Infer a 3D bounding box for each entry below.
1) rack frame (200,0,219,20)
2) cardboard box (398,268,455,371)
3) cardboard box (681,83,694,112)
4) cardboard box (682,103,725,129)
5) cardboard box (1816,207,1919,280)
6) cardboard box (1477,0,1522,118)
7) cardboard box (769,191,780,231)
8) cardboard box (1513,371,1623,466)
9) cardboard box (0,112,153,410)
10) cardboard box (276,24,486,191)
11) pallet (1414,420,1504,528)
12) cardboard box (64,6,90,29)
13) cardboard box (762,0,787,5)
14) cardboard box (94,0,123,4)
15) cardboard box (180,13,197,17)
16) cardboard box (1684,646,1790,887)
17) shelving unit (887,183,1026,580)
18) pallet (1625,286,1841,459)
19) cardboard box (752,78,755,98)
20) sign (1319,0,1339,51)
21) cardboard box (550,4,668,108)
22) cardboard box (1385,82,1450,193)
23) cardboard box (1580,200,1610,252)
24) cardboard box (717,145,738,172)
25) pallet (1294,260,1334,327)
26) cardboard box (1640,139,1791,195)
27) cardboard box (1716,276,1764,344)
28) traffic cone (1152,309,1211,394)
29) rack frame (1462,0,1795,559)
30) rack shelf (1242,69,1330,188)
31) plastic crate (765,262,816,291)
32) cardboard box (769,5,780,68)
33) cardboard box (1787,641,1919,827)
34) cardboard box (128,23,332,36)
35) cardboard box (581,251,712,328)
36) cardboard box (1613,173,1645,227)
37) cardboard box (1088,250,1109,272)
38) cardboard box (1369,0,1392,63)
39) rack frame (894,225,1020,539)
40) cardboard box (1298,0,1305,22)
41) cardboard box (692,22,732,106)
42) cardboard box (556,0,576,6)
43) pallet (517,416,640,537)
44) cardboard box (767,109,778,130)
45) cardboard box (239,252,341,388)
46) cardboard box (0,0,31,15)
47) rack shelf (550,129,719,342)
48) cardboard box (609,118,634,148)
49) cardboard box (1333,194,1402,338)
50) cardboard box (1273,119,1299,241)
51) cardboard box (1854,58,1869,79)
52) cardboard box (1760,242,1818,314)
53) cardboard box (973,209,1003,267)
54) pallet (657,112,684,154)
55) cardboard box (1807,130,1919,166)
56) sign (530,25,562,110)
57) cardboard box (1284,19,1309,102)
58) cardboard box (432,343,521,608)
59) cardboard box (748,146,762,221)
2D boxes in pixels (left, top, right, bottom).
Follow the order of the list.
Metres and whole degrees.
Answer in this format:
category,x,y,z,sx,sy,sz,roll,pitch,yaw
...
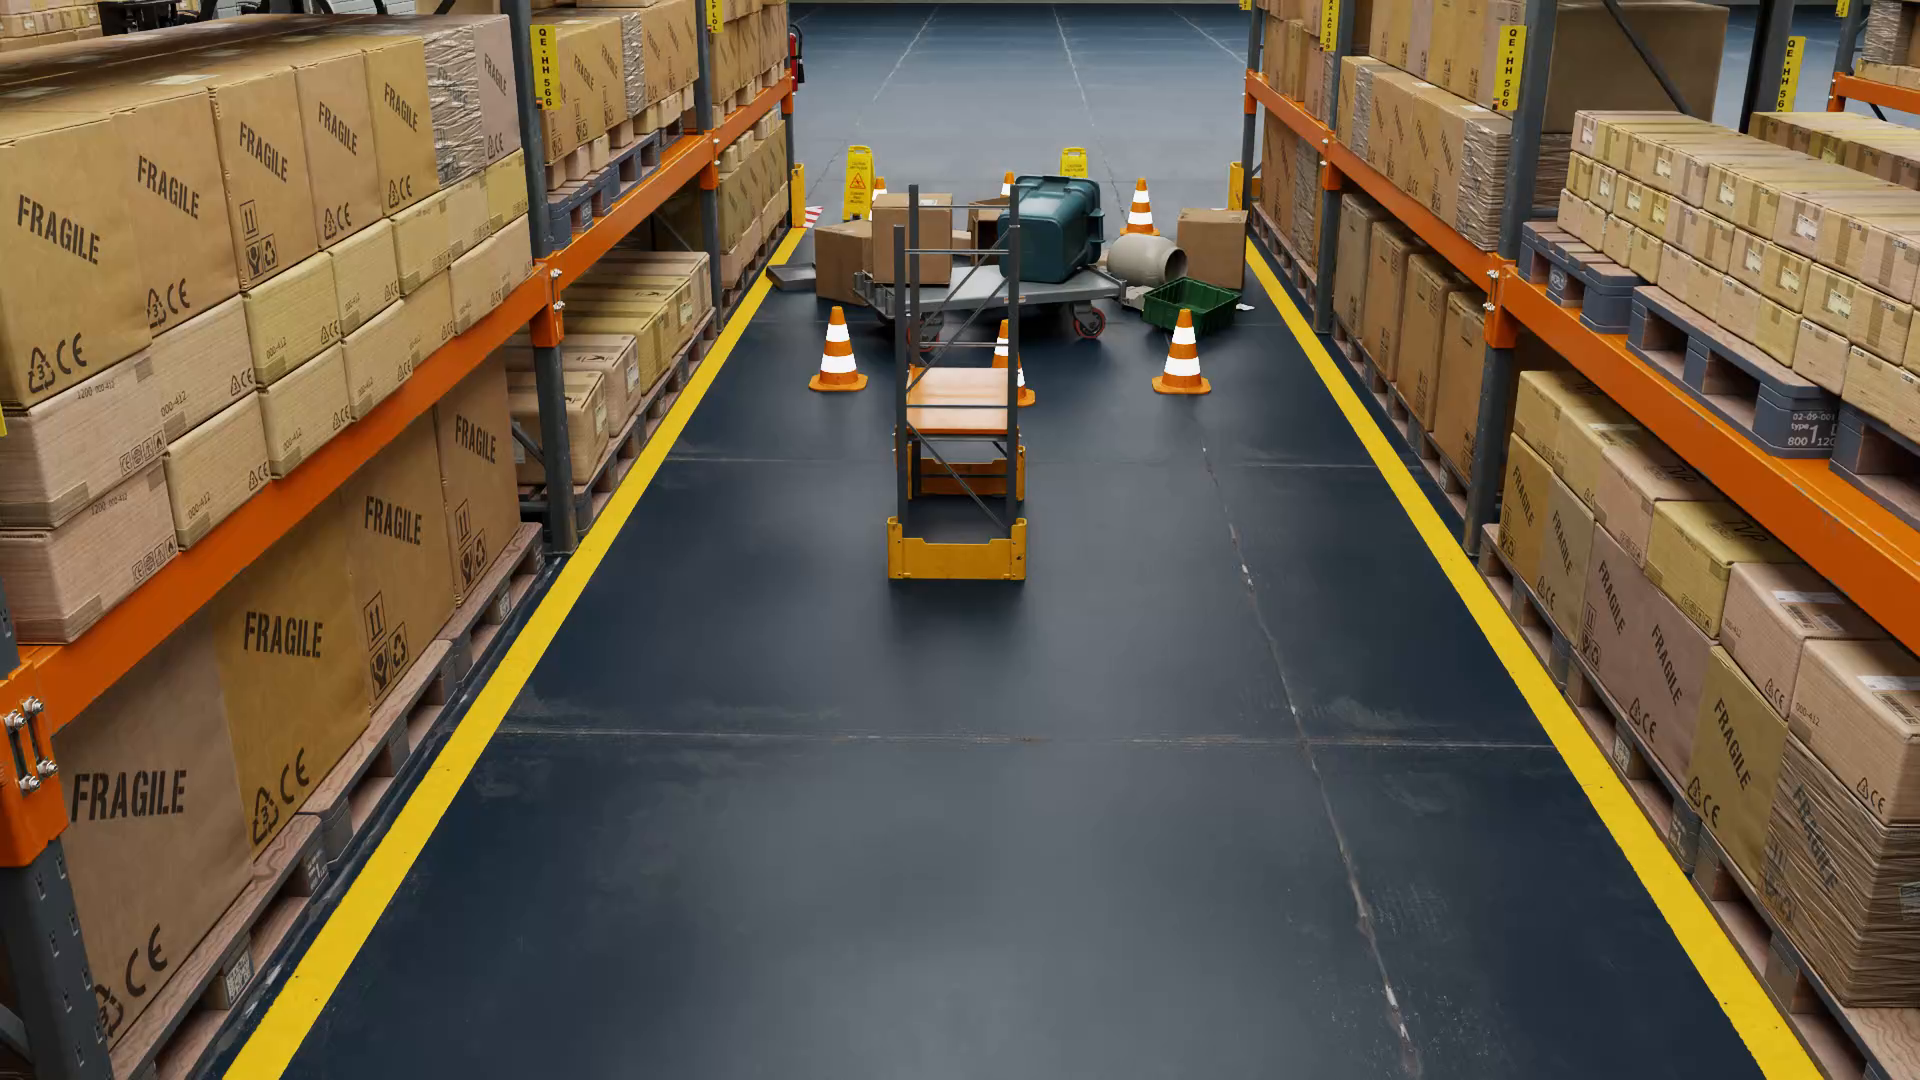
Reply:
category,x,y,z,sx,sy,sz,roll,pitch,yaw
rack frame,-6.927,-4.297,14.458,1.000,3.000,0.127,1,21,2
cardboard box,-1.996,-0.729,5.469,0.500,0.250,0.500,0,21,1
cardboard box,-1.827,-2.687,10.075,0.380,0.149,0.250,1,21,2
cardboard box,-1.757,-2.791,10.923,0.380,0.149,0.250,1,21,1
cardboard box,2.473,-0.765,4.298,0.380,0.149,0.250,0,21,0
cardboard box,2.779,-2.192,7.510,0.700,0.500,0.500,0,21,1
cardboard box,-1.745,-2.676,13.499,0.500,0.250,0.500,1,21,2
cardboard box,2.479,-0.467,6.424,0.500,0.250,0.500,0,21,-1
cardboard box,-2.030,-0.574,3.341,0.500,0.500,0.500,1,21,2
cardboard box,-1.971,-1.489,5.699,0.500,0.500,0.500,1,21,3
pallet,2.841,-0.318,8.056,1.003,0.211,1.213,1,21,2
cardboard box,-6.709,-3.871,12.325,0.380,0.149,0.250,0,21,1
cardboard box,-1.699,-4.340,12.636,0.700,0.500,0.500,0,21,1
cardboard box,-6.666,-4.191,12.737,0.380,0.149,0.250,1,21,3
cardboard box,-6.680,-4.163,13.974,0.500,0.500,0.500,0,21,0
cardboard box,2.407,0.626,4.643,0.500,0.500,0.500,0,21,0
shelving unit,0.002,-0.727,7.329,0.587,1.500,1.083,1,21,2
pallet,2.723,-0.528,5.008,1.003,0.211,1.213,1,21,2
cardboard box,-1.729,-3.345,12.350,0.380,0.149,0.250,1,21,1
sign,2.309,-3.226,10.390,0.100,0.325,0.005,1,21,2
cardboard box,-1.908,-2.644,9.065,0.500,0.500,0.500,1,21,3
cardboard box,2.530,-2.093,8.637,0.500,0.500,0.500,1,21,2
cardboard box,2.518,-1.156,6.128,0.380,0.149,0.250,2,21,4
cardboard box,-1.736,-2.619,11.418,0.380,0.149,0.250,1,21,2
pallet,2.965,-1.754,11.758,1.003,0.211,1.213,1,21,2
cardboard box,2.508,-1.243,5.530,0.380,0.149,0.250,0,21,-1
cardboard box,2.479,-0.679,4.900,0.380,0.149,0.250,0,21,0
traffic cone,1.313,-1.129,9.799,0.336,0.463,0.334,1,21,2
rack frame,2.742,-1.334,6.820,1.000,3.000,0.127,1,21,2
rack shelf,2.924,-3.168,12.541,1.077,0.370,4.000,1,21,2
plastic crate,-1.220,-1.995,12.561,0.402,0.080,0.583,-7,22,-17
cardboard box,-1.727,-4.049,13.269,0.500,0.500,0.500,1,21,2
cardboard box,2.390,0.460,4.034,0.500,0.250,0.500,0,21,0
cardboard box,-2.474,-1.509,5.752,0.500,0.500,0.500,1,21,2
cardboard box,-2.101,-1.579,10.504,0.950,0.372,0.625,1,21,2
cardboard box,2.515,-1.184,5.789,0.380,0.149,0.250,0,21,0
cardboard box,1.075,-2.147,12.695,0.396,0.266,0.258,4,22,11
cardboard box,2.854,-3.113,9.885,0.700,0.500,0.500,0,21,1
rack frame,-0.013,-0.546,6.863,0.500,1.500,0.032,1,21,2
cardboard box,2.972,-4.072,12.176,0.875,0.550,0.500,1,21,2
cardboard box,-1.795,-3.139,10.923,0.500,0.500,0.500,1,21,1
cardboard box,-2.403,-2.831,9.550,0.500,0.500,0.500,1,21,2
pallet,-2.184,-0.334,8.098,1.003,0.211,1.213,1,21,2
cardboard box,-1.673,-3.384,13.391,0.380,0.149,0.250,1,21,3
cardboard box,-2.006,-0.595,4.433,0.500,0.250,0.500,1,21,2
cardboard box,-6.716,-3.731,11.551,0.380,0.149,0.250,1,21,3
rack shelf,-2.148,-1.739,8.860,1.077,0.370,4.000,1,21,2
cardboard box,-1.916,-2.130,8.637,0.380,0.149,0.250,1,21,3
cardboard box,2.935,-1.701,10.297,1.050,0.750,0.750,1,21,1
cardboard box,3.006,-2.867,13.129,0.875,0.875,0.875,0,21,1
cardboard box,7.693,-3.918,13.826,0.380,0.149,0.250,1,21,2
cardboard box,2.471,-0.727,4.613,0.380,0.149,0.250,1,21,2
cardboard box,0.491,-2.142,12.167,0.797,0.637,0.503,1,21,2
pallet,-2.256,-2.434,9.920,1.003,0.211,1.213,1,21,2
cardboard box,3.167,-1.322,5.734,0.380,0.149,0.250,1,21,3
sign,-1.654,-1.886,6.644,0.100,0.325,0.005,1,21,2
cardboard box,2.907,-3.569,12.374,0.875,0.550,0.500,1,21,2
cardboard box,-2.313,-0.308,6.533,0.875,0.875,0.875,0,21,1
cardboard box,-1.778,-2.653,12.403,0.500,0.500,0.500,2,21,4
